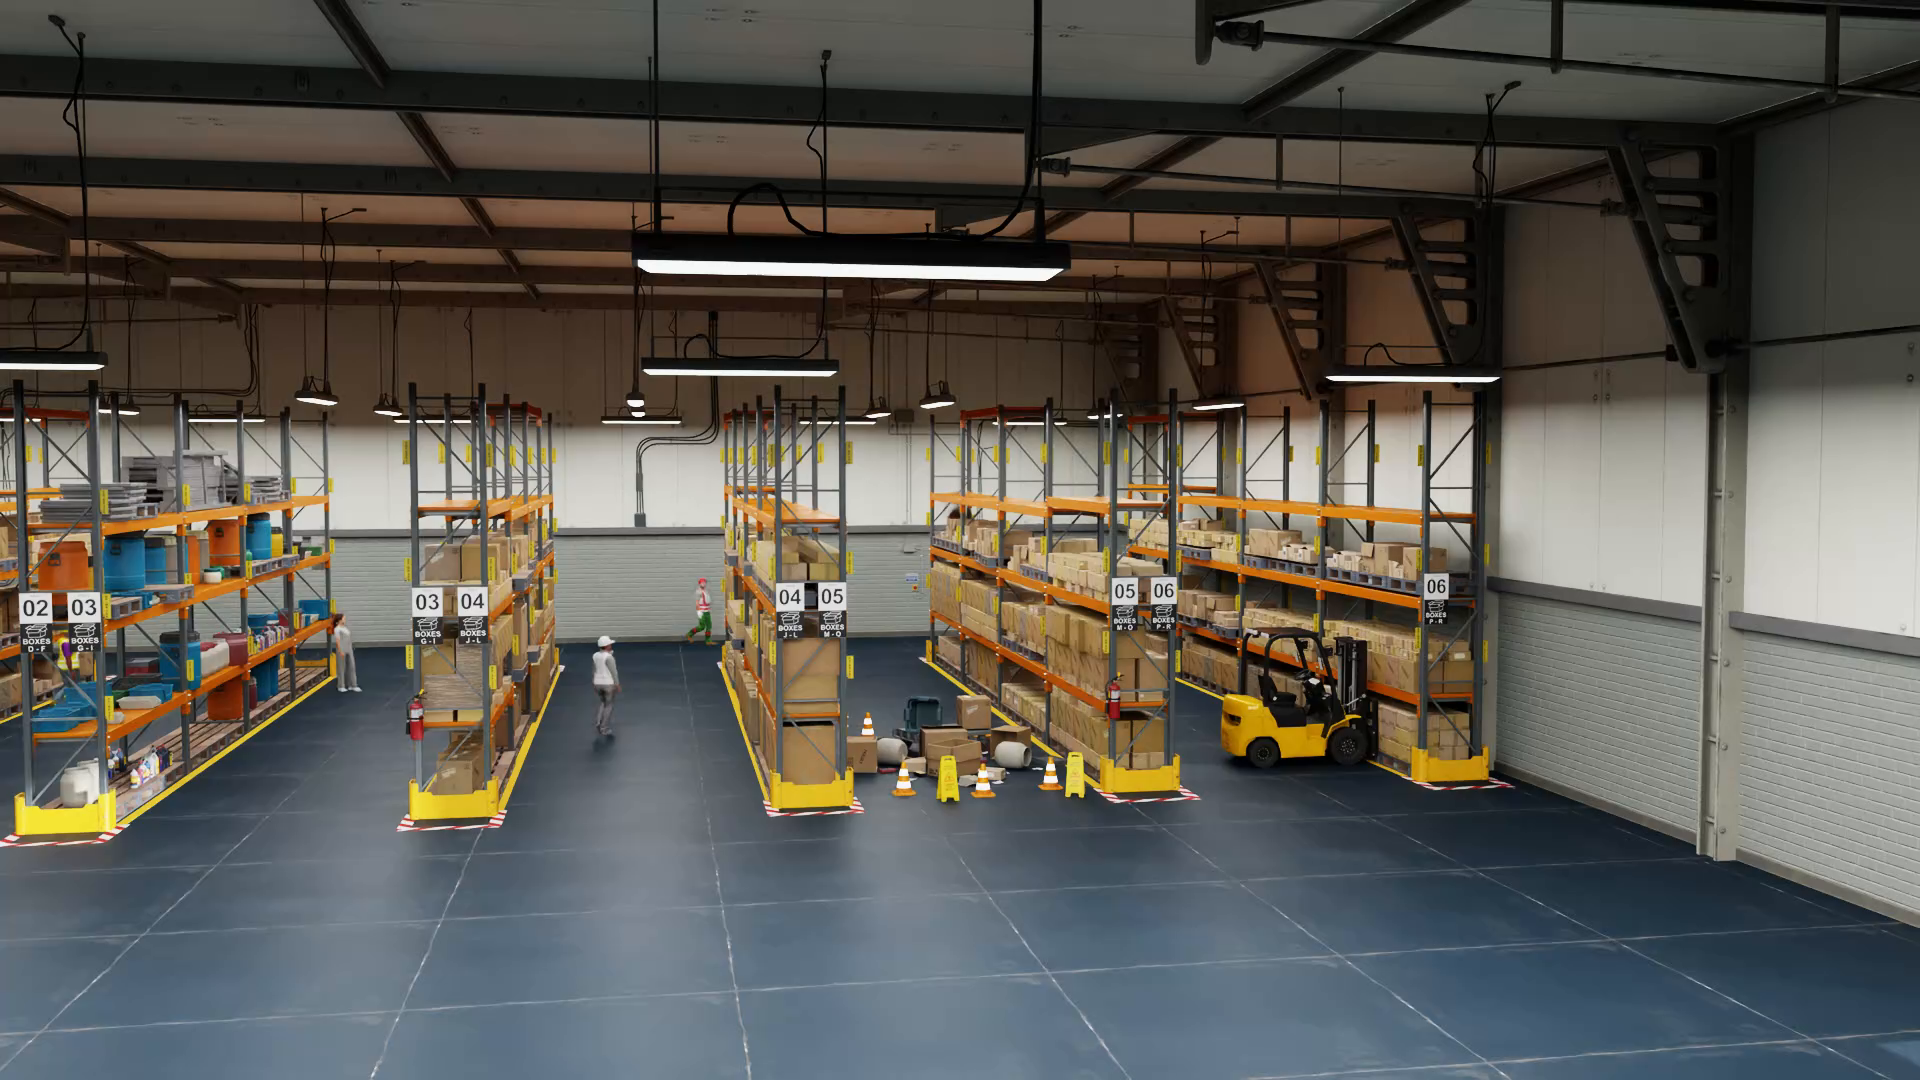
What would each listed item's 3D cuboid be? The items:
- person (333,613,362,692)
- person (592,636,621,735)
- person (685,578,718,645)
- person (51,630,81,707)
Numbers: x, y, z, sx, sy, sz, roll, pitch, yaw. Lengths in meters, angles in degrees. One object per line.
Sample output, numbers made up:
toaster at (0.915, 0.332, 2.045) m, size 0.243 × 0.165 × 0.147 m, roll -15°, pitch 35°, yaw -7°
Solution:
person at (-13.029, 2.390, 35.301) m, size 0.486 × 1.683 × 0.543 m, roll 1°, pitch 3°, yaw 23°
person at (-6.324, 2.600, 29.799) m, size 0.558 × 1.792 × 0.466 m, roll 2°, pitch 3°, yaw 28°
person at (-6.810, 1.891, 43.812) m, size 0.810 × 1.776 × 0.563 m, roll 0°, pitch 3°, yaw 8°
person at (-17.178, 2.490, 31.952) m, size 0.530 × 1.759 × 0.603 m, roll 1°, pitch 3°, yaw 21°
